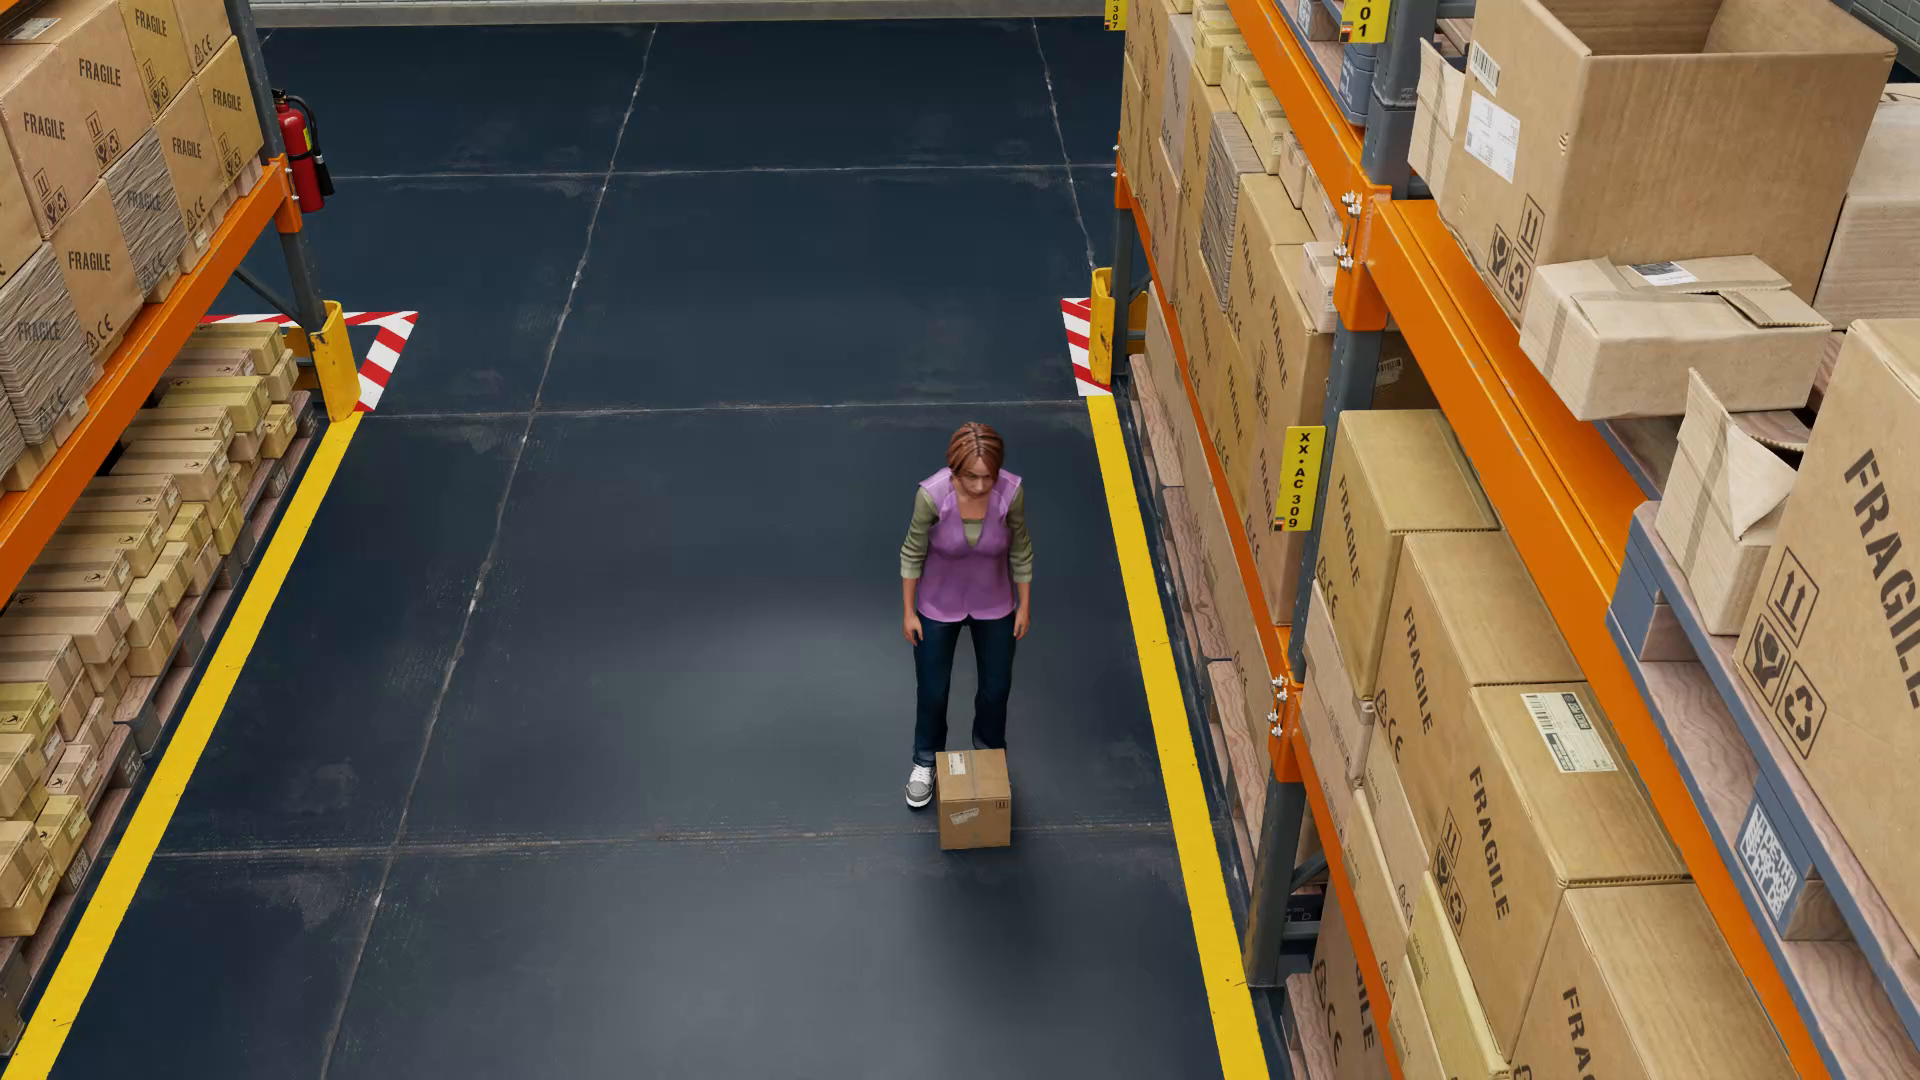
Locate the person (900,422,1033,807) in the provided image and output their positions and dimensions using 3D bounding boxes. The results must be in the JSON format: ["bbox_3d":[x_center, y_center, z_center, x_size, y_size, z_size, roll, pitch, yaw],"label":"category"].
[{"bbox_3d":[0.023,0.252,5.808,0.468,1.589,0.350,-3,36,-5],"label":"person"}]
